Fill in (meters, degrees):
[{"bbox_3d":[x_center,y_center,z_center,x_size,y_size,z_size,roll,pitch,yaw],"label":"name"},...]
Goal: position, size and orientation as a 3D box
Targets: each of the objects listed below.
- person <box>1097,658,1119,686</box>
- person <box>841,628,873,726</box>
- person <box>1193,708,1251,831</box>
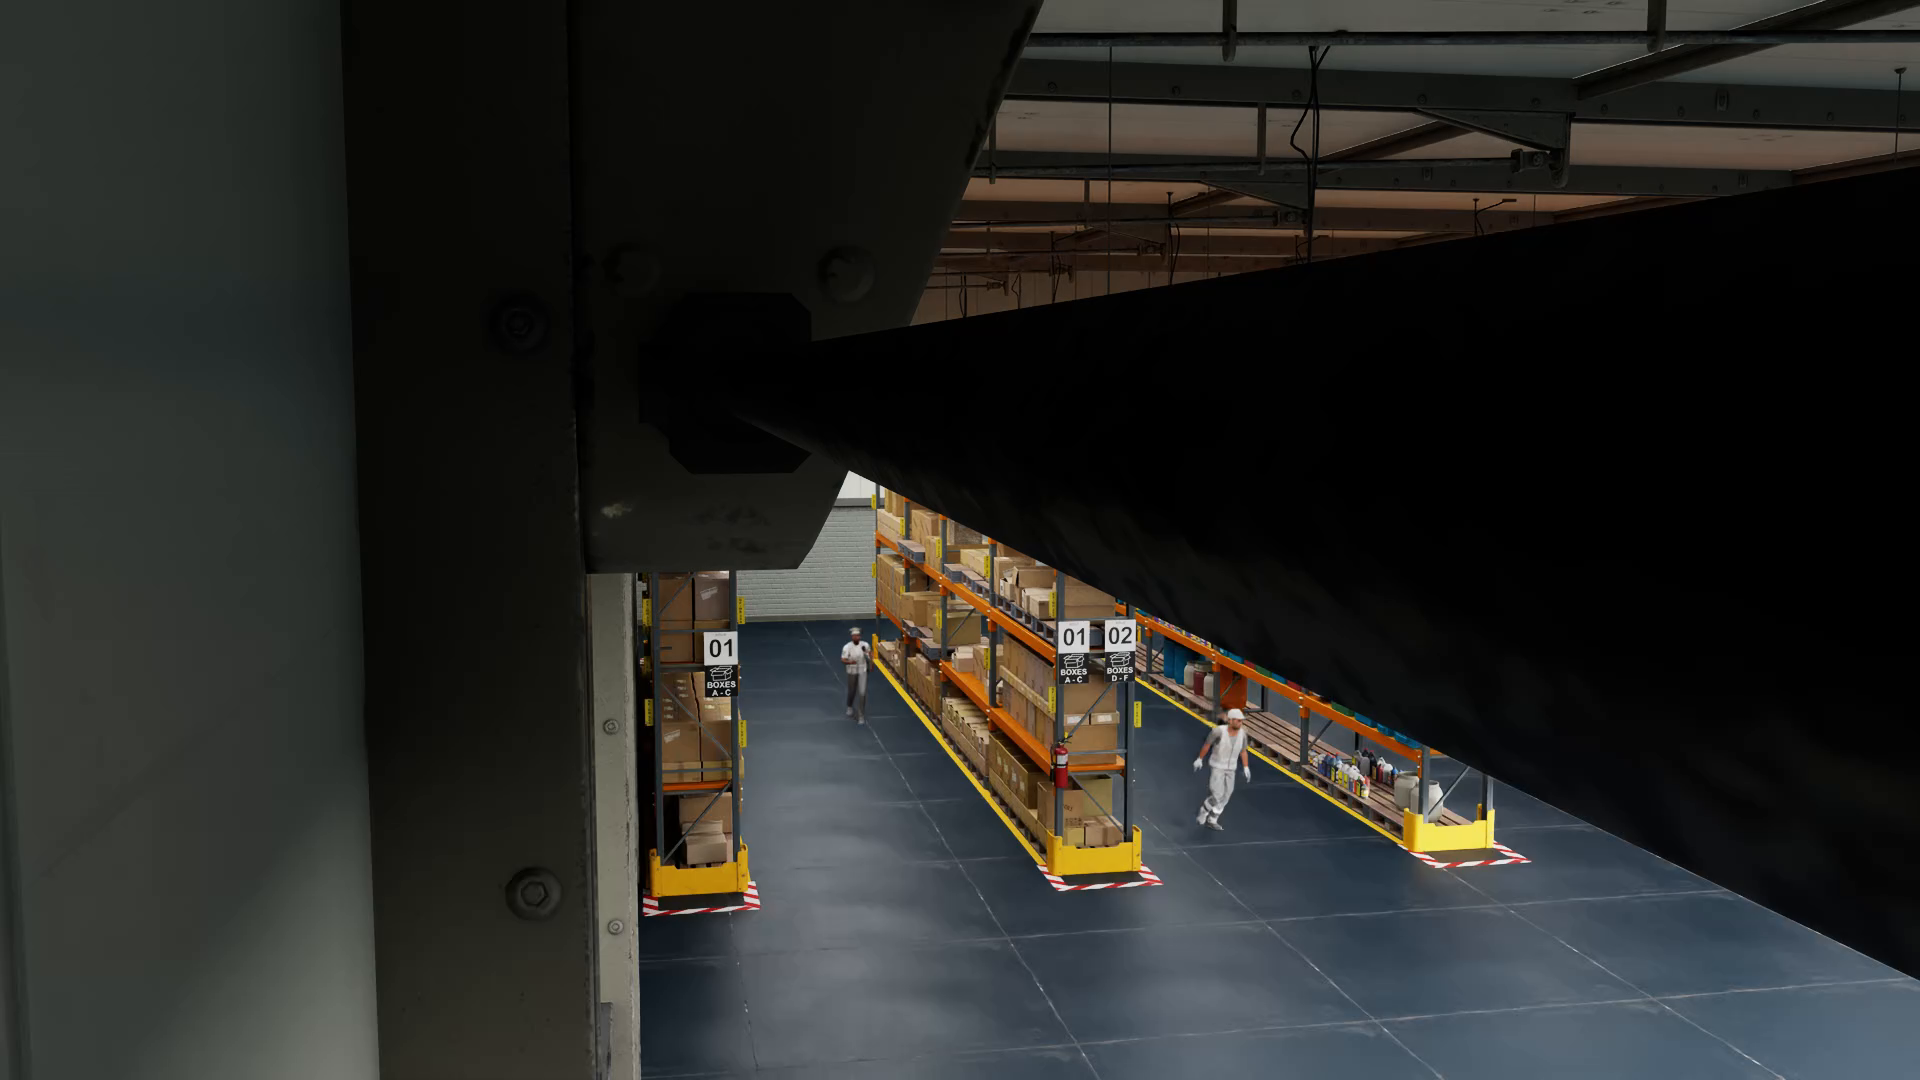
[{"bbox_3d":[2.630,2.404,30.033,0.701,1.715,0.718,-3,7,-28],"label":"person"},{"bbox_3d":[-1.853,2.417,29.978,0.574,1.744,0.896,0,6,-5],"label":"person"},{"bbox_3d":[3.608,3.133,22.750,0.662,1.728,0.617,-2,6,-23],"label":"person"}]
